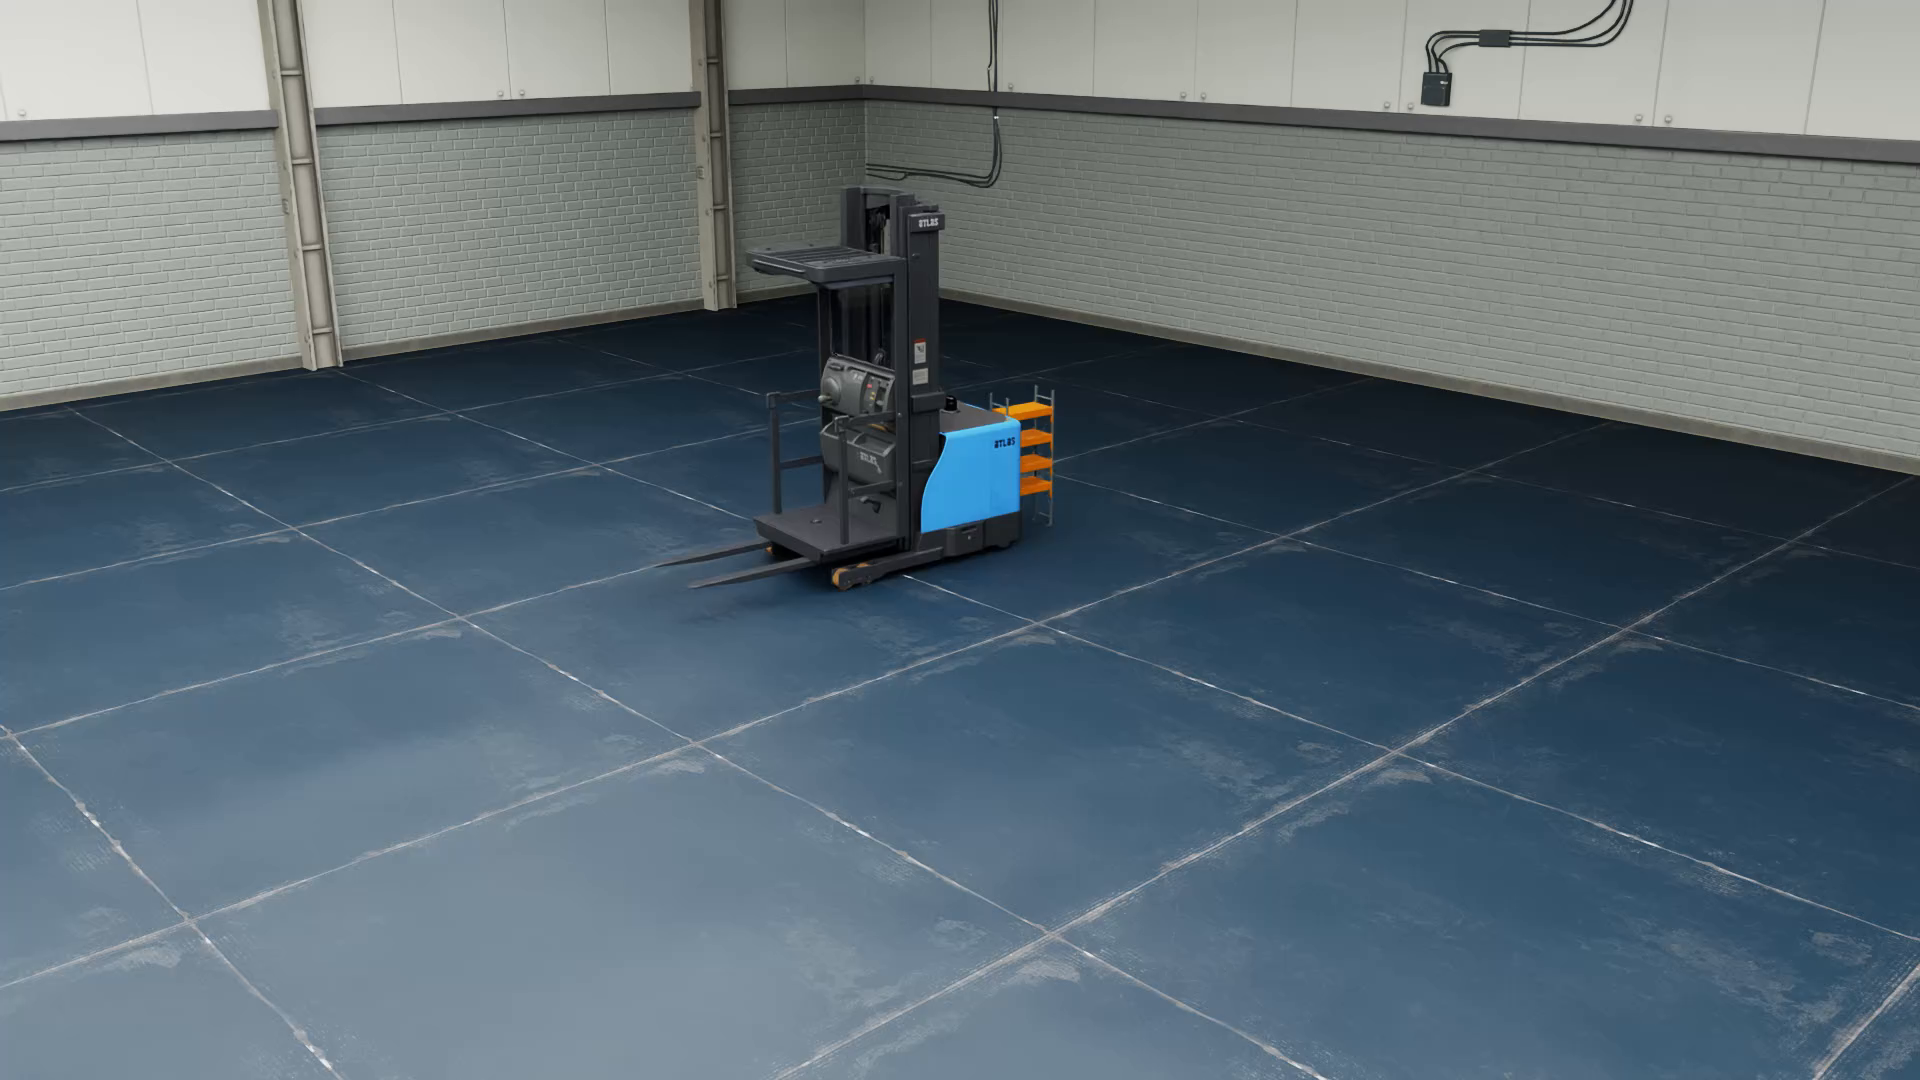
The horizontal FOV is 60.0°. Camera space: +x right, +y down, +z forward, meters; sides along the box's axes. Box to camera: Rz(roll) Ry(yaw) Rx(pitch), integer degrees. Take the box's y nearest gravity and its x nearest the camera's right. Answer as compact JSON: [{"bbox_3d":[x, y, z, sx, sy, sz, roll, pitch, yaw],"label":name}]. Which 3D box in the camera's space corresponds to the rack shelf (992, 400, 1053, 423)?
[{"bbox_3d":[0.520,-1.048,13.997,0.480,0.148,0.258,-13,22,-35],"label":"rack shelf"}]

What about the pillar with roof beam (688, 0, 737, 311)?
[{"bbox_3d":[-0.585,-6.741,20.185,0.400,9.000,9.100,-16,24,-41],"label":"pillar with roof beam"}]

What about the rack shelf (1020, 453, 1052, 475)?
[{"bbox_3d":[0.520,-0.610,14.139,0.480,0.148,0.258,-13,22,-35],"label":"rack shelf"}]

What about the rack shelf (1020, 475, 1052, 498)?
[{"bbox_3d":[0.520,-0.421,14.200,0.480,0.148,0.258,-13,22,-35],"label":"rack shelf"}]

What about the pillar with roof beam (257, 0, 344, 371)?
[{"bbox_3d":[-4.944,-5.469,16.263,0.400,9.000,9.100,-16,24,-41],"label":"pillar with roof beam"}]

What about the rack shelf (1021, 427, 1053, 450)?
[{"bbox_3d":[0.520,-0.823,14.070,0.480,0.148,0.258,-13,22,-35],"label":"rack shelf"}]

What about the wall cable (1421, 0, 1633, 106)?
[{"bbox_3d":[6.018,-7.520,17.075,0.169,6.003,2.305,-16,24,-41],"label":"wall cable"}]

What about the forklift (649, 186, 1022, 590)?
[{"bbox_3d":[-0.970,-1.195,12.919,3.031,2.935,1.130,-13,22,-35],"label":"forklift"}]

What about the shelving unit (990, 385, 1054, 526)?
[{"bbox_3d":[0.520,-0.674,14.118,0.503,1.200,0.258,-13,22,-35],"label":"shelving unit"}]

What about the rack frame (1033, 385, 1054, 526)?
[{"bbox_3d":[0.715,-0.719,14.258,0.015,1.200,0.240,-13,22,-35],"label":"rack frame"}]

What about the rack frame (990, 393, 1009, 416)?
[{"bbox_3d":[0.325,-0.629,13.978,0.015,1.200,0.240,-13,22,-35],"label":"rack frame"}]

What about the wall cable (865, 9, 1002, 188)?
[{"bbox_3d":[-0.493,-6.556,24.651,0.112,2.526,3.097,-16,24,-41],"label":"wall cable"}]

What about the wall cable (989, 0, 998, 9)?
[{"bbox_3d":[1.365,-8.353,22.002,0.112,2.526,3.097,-16,24,-41],"label":"wall cable"}]
